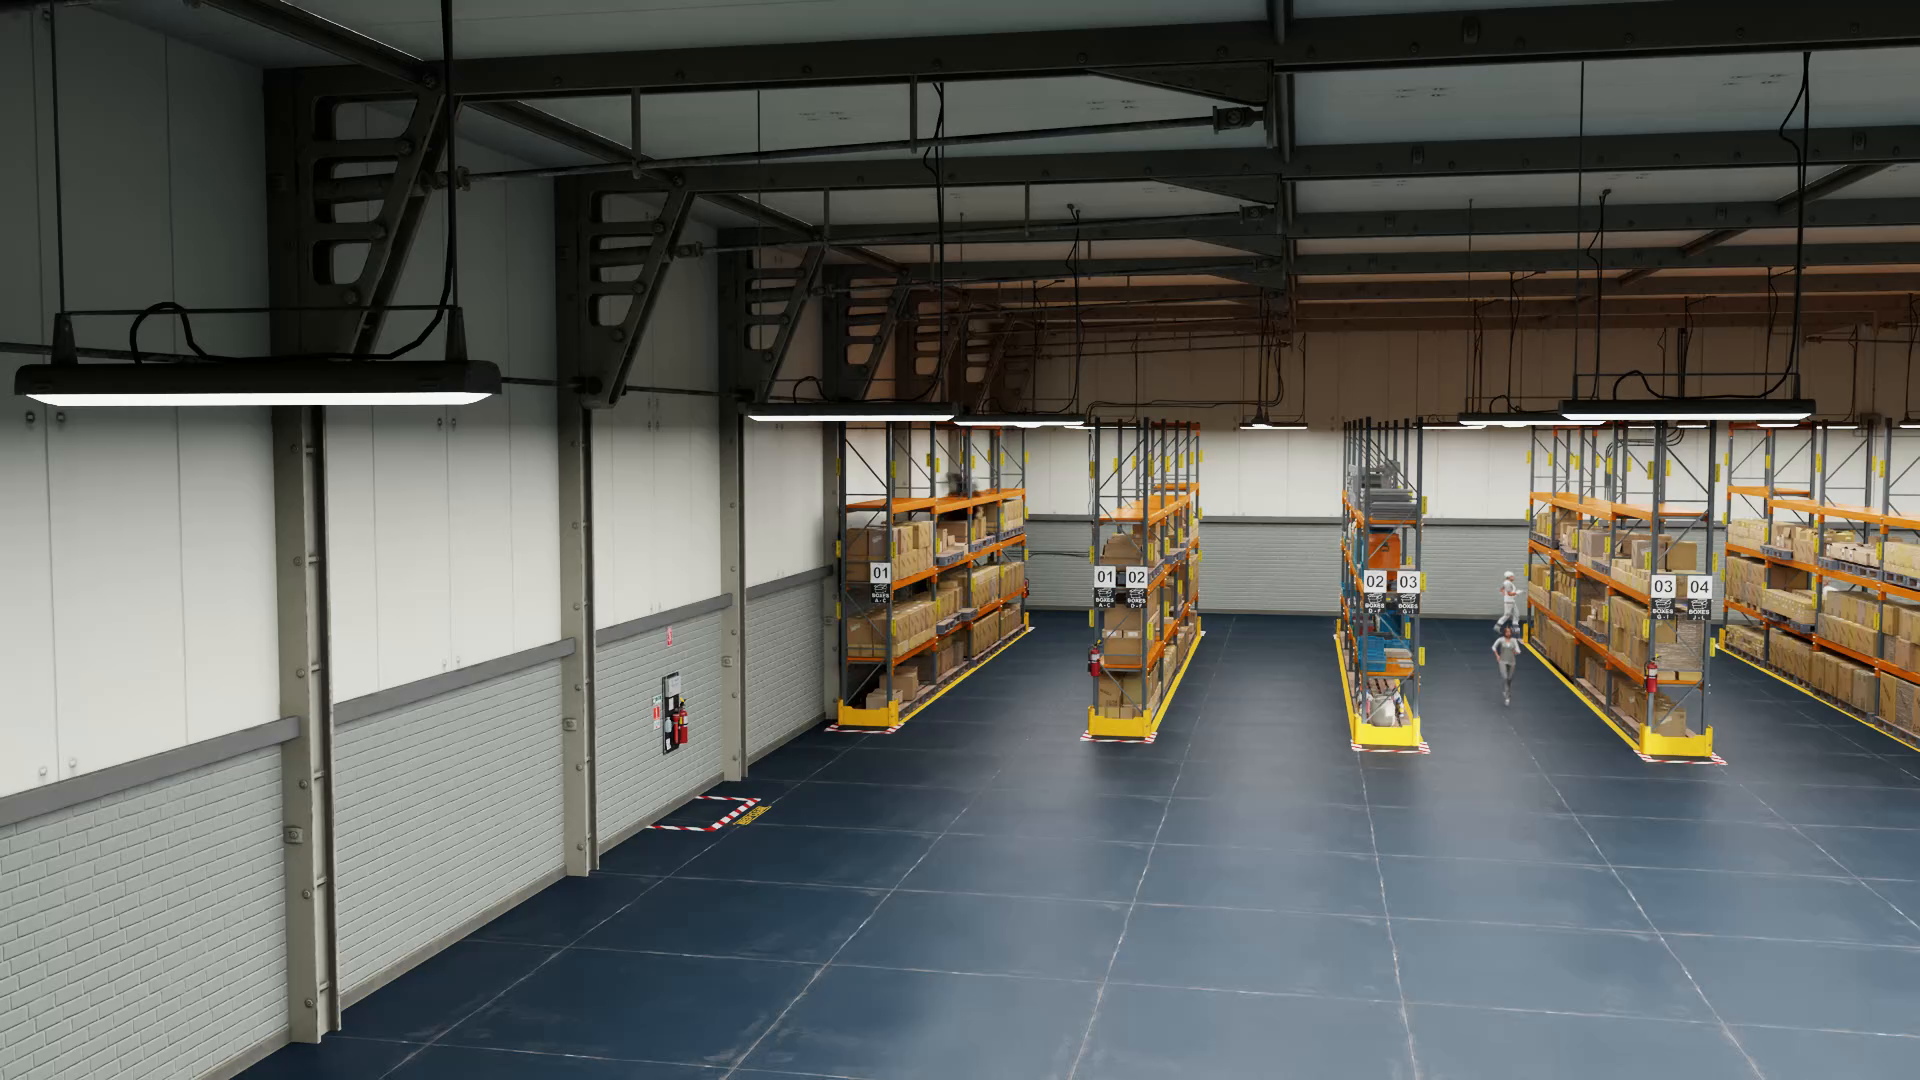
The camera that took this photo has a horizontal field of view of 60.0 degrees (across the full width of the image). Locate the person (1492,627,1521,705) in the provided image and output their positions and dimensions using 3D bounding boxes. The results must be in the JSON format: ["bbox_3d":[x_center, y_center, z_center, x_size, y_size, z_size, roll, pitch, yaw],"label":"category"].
[{"bbox_3d":[11.535,2.626,35.059,0.532,1.609,0.772,0,4,4],"label":"person"}]

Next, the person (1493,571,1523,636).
[{"bbox_3d":[15.388,1.785,46.567,0.843,1.821,0.636,2,4,23],"label":"person"}]

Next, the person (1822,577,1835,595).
[{"bbox_3d":[23.403,1.985,45.000,0.811,1.769,0.740,1,4,13],"label":"person"}]
